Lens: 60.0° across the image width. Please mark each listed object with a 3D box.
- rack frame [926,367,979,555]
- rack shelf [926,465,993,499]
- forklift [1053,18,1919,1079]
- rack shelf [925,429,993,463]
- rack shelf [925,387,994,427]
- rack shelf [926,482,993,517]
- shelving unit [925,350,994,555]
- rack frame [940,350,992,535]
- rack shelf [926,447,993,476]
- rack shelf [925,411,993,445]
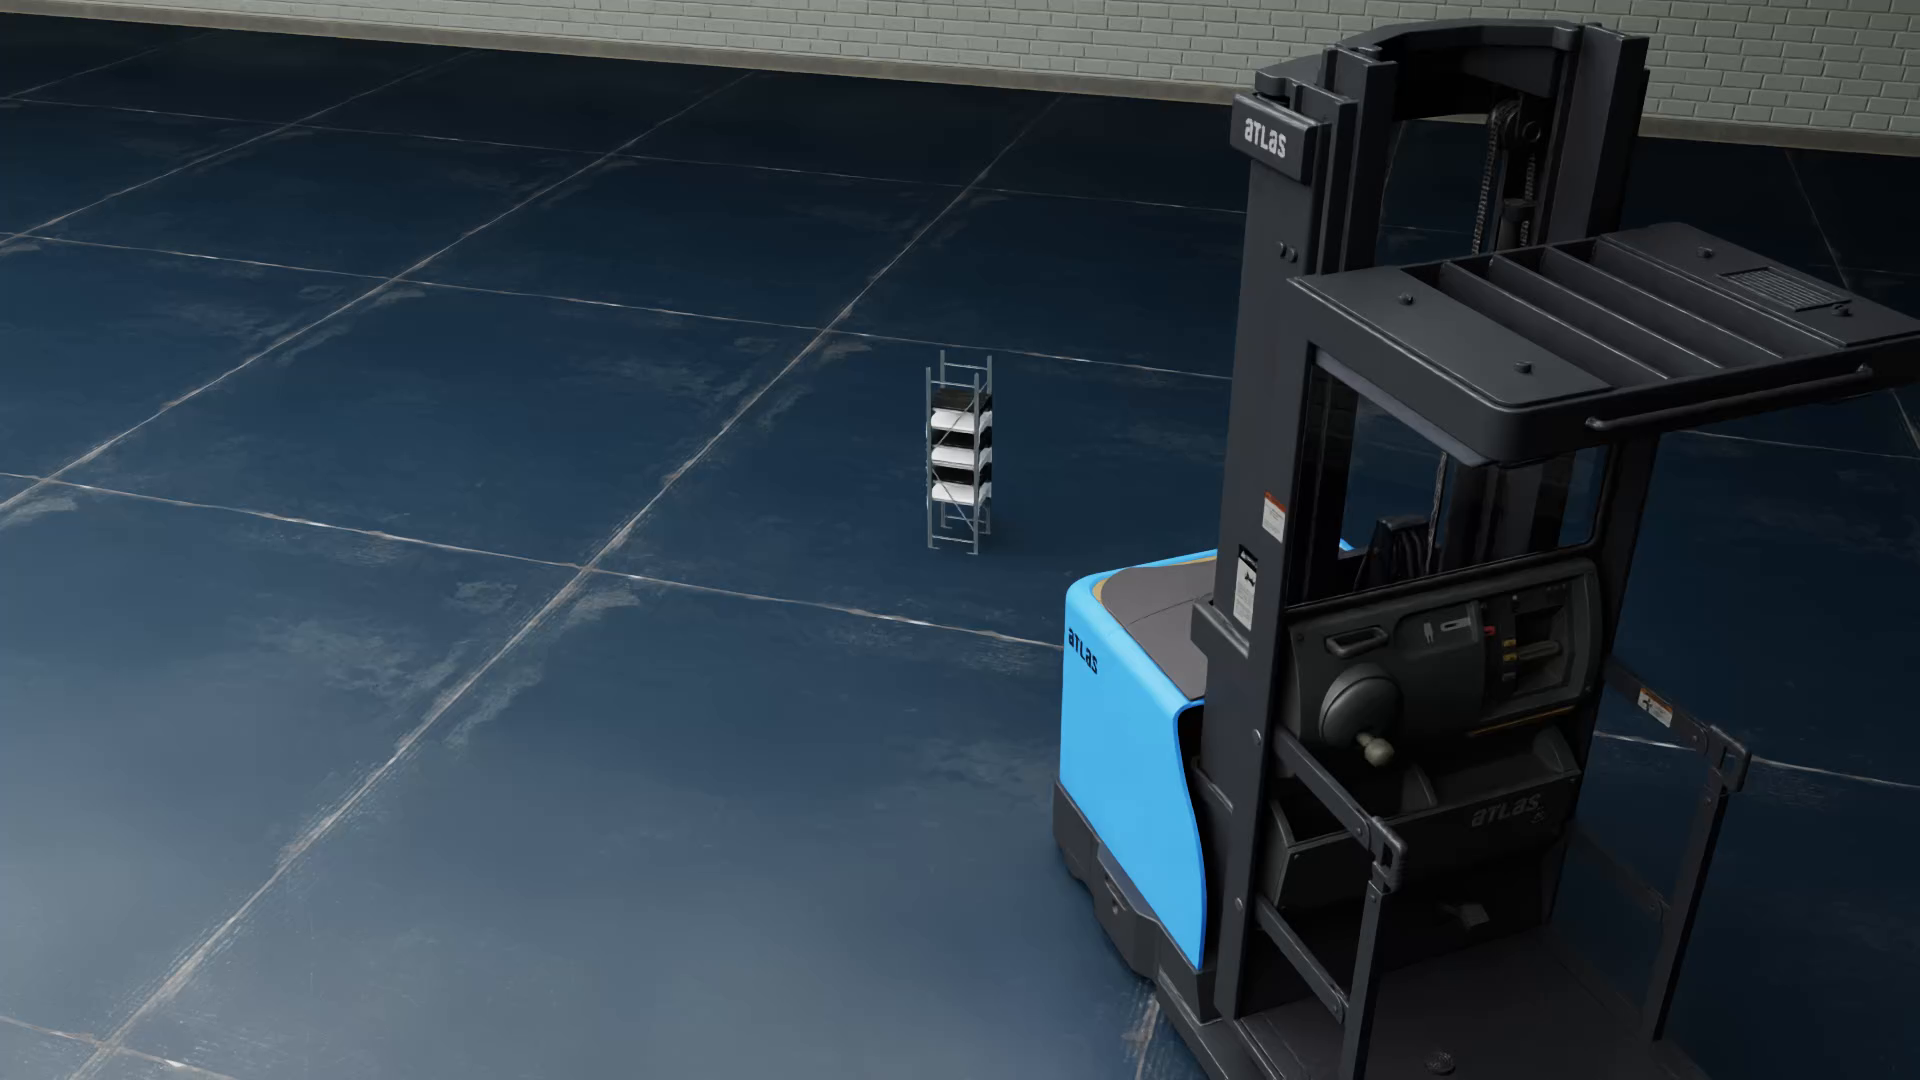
[{"bbox_3d":[-0.032,-0.342,7.440,0.240,0.900,0.006,8,30,15],"label":"rack frame"},{"bbox_3d":[-0.002,-0.282,7.584,0.258,0.077,0.200,8,30,15],"label":"rack shelf"},{"bbox_3d":[1.335,0.360,4.087,1.130,2.935,3.031,-11,31,-19],"label":"forklift"},{"bbox_3d":[-0.002,-0.439,7.497,0.258,0.077,0.200,8,30,15],"label":"rack shelf"},{"bbox_3d":[-0.002,-0.596,7.409,0.258,0.077,0.200,8,30,15],"label":"rack shelf"},{"bbox_3d":[-0.002,-0.203,7.628,0.258,0.077,0.200,8,30,15],"label":"rack shelf"},{"bbox_3d":[-0.002,-0.389,7.524,0.258,0.900,0.210,8,30,15],"label":"shelving unit"},{"bbox_3d":[0.027,-0.437,7.609,0.240,0.900,0.006,8,30,15],"label":"rack frame"},{"bbox_3d":[-0.002,-0.360,7.541,0.258,0.077,0.200,8,30,15],"label":"rack shelf"},{"bbox_3d":[-0.002,-0.518,7.453,0.258,0.077,0.200,8,30,15],"label":"rack shelf"}]
